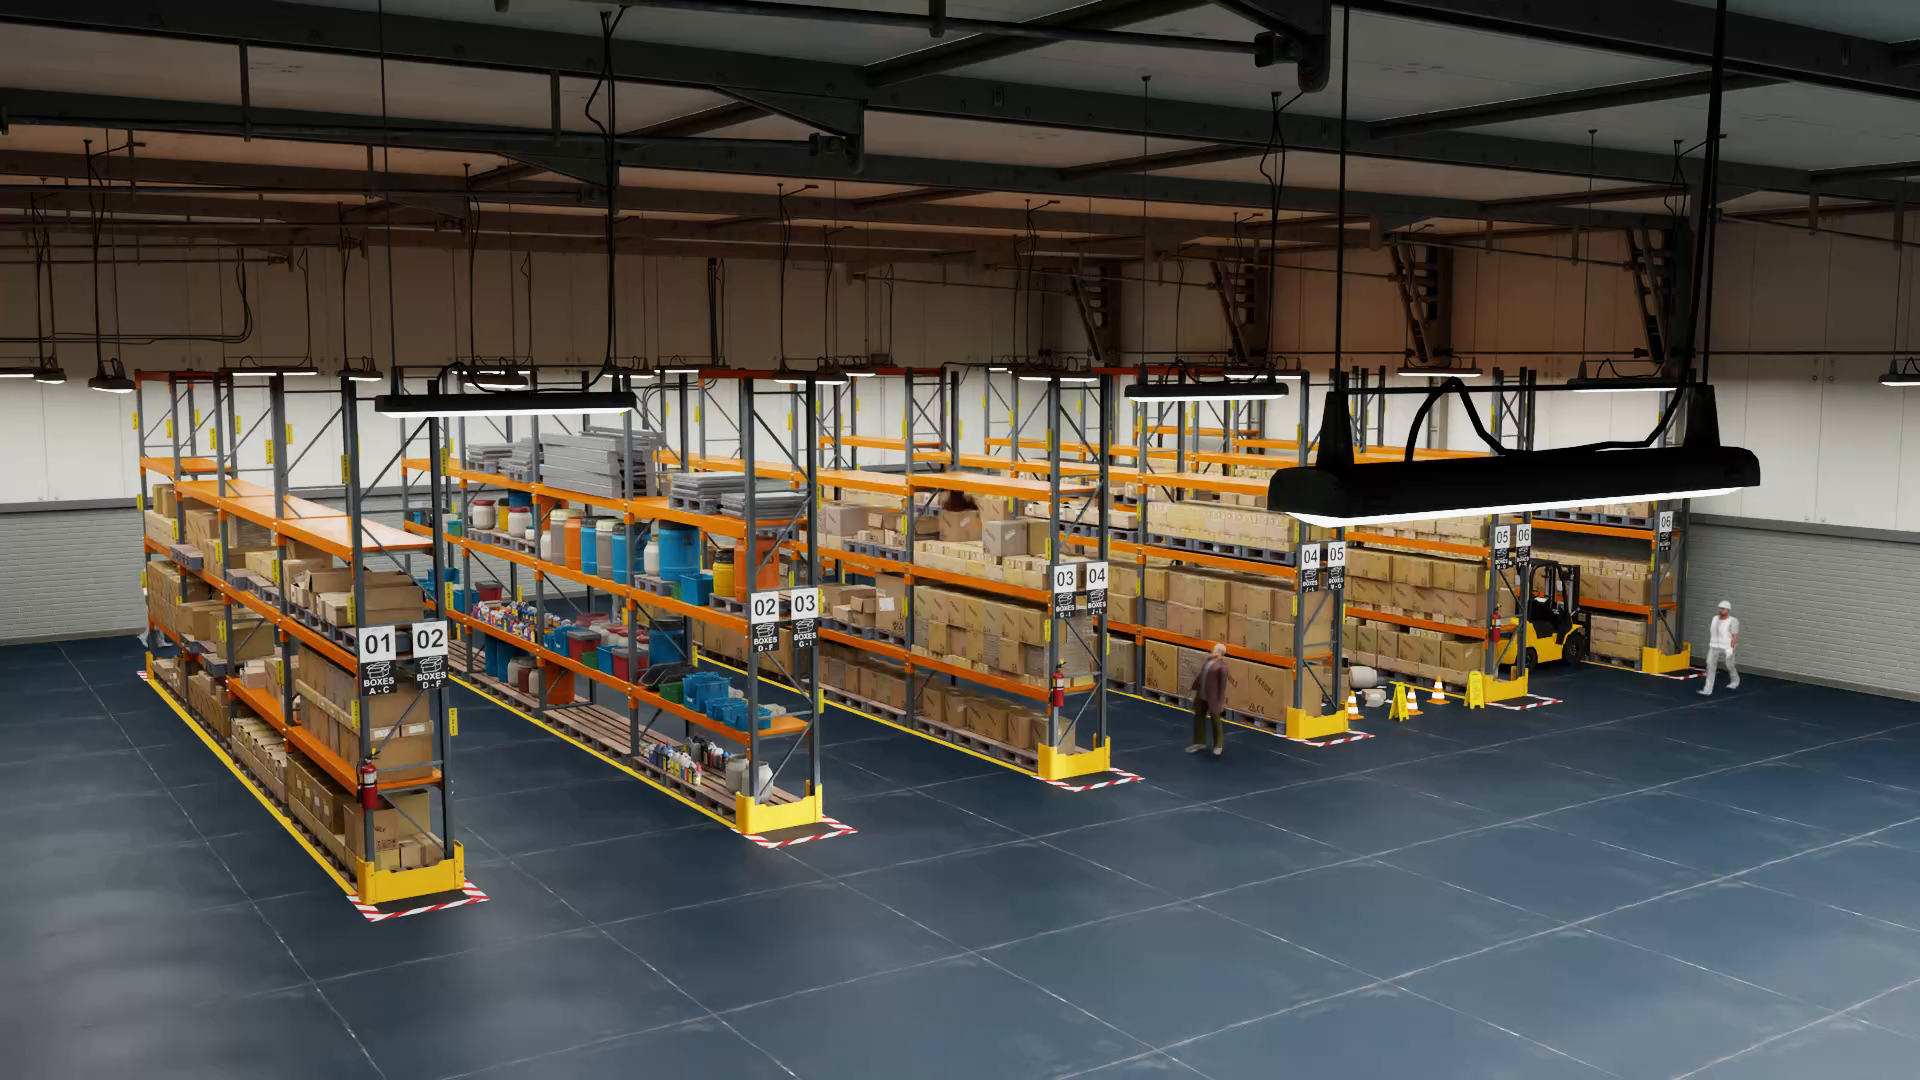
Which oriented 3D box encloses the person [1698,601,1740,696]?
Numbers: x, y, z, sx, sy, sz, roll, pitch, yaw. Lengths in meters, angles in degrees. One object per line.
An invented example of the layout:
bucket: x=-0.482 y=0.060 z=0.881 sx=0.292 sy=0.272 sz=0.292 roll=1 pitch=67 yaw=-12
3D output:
person: x=14.129 y=1.999 z=30.780 sx=0.519 sy=1.746 sz=1.082 roll=6 pitch=9 yaw=42

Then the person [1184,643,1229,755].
person: x=3.904 y=2.489 z=26.249 sx=0.798 sy=1.780 sz=0.424 roll=6 pitch=9 yaw=41

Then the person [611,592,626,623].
person: x=-7.997 y=1.138 z=38.998 sx=0.397 sy=1.589 sz=0.637 roll=3 pitch=7 yaw=22

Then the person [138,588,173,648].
person: x=-17.257 y=1.439 z=35.602 sx=0.650 sy=1.749 sz=0.578 roll=-3 pitch=7 yaw=-22
